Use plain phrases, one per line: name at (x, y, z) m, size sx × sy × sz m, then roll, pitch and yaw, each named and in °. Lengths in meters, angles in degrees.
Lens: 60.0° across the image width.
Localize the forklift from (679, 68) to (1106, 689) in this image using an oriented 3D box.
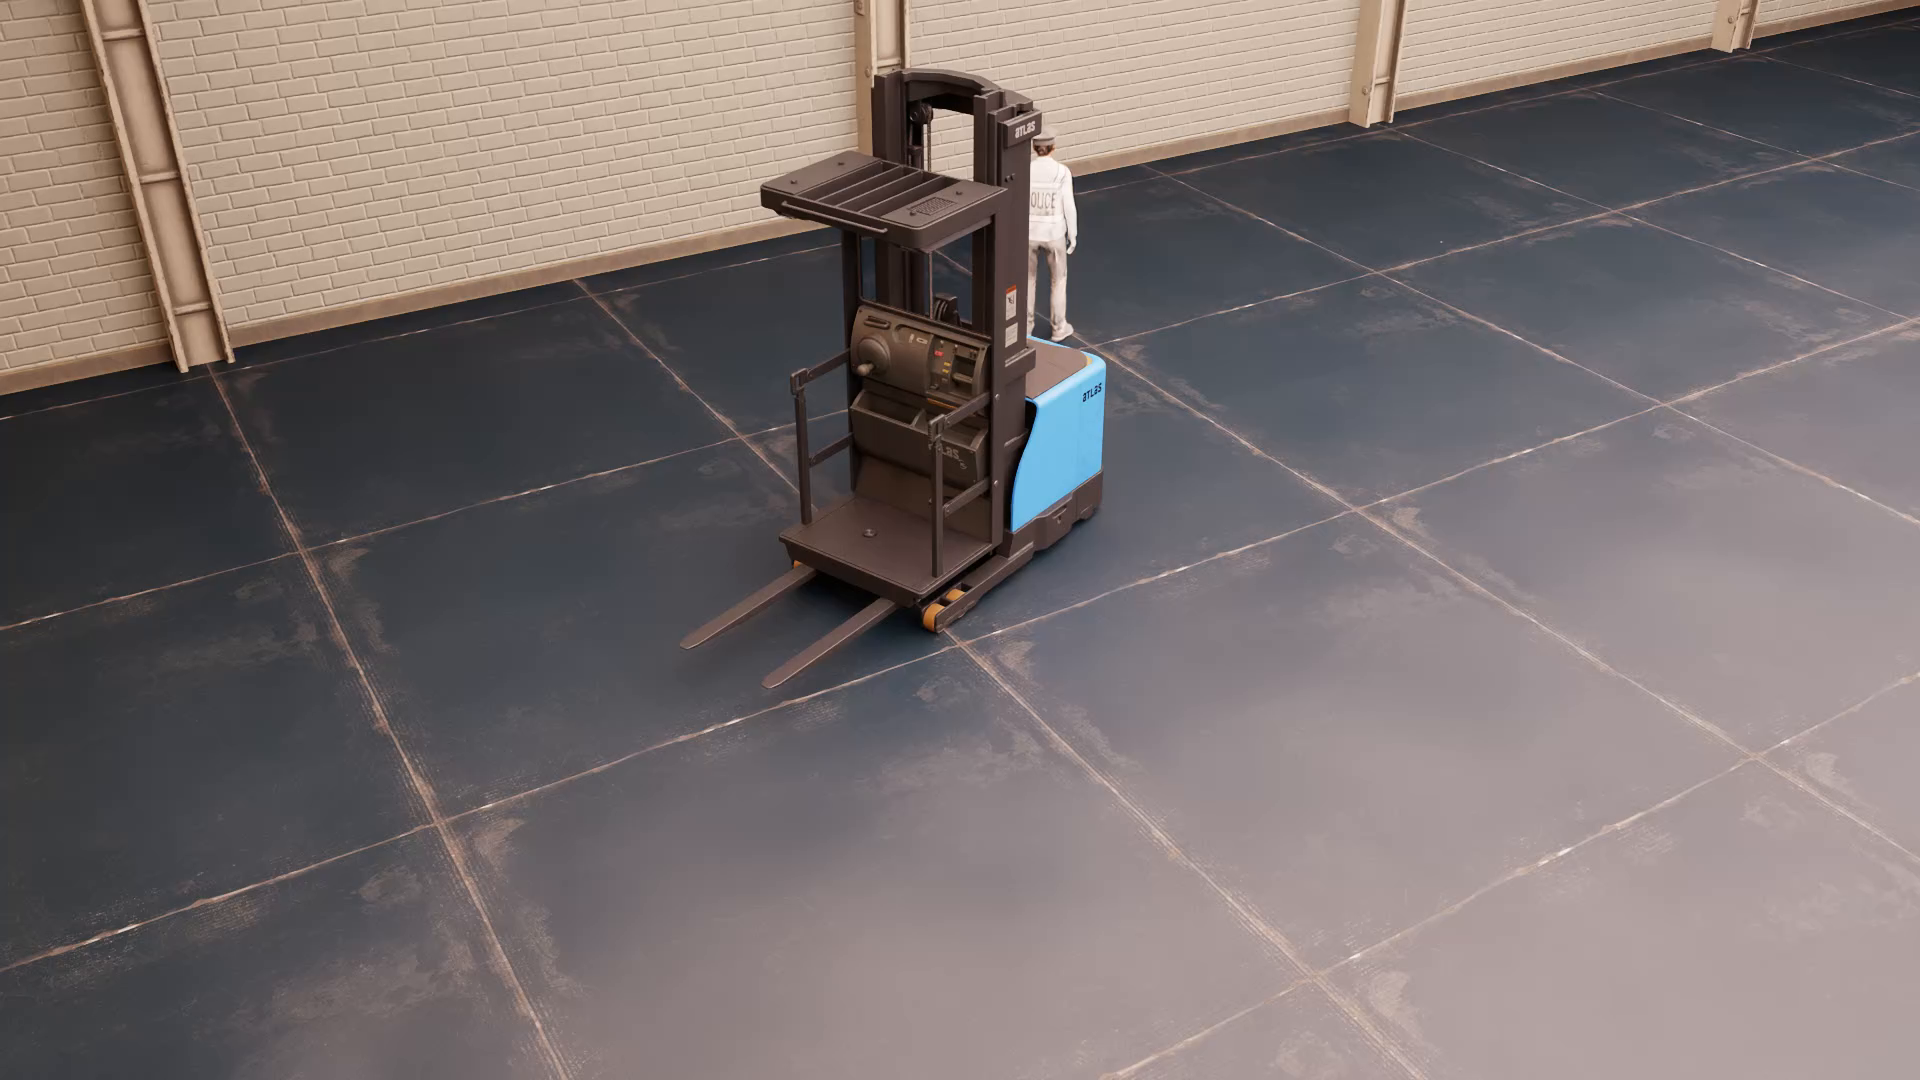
forklift at (-0.365, -1.007, 9.329) m, size 1.130 × 2.935 × 3.031 m, roll 21°, pitch 37°, yaw 31°

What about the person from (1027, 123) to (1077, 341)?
person at (0.634, -2.340, 12.794) m, size 0.529 × 1.663 × 0.373 m, roll 6°, pitch 31°, yaw 10°
